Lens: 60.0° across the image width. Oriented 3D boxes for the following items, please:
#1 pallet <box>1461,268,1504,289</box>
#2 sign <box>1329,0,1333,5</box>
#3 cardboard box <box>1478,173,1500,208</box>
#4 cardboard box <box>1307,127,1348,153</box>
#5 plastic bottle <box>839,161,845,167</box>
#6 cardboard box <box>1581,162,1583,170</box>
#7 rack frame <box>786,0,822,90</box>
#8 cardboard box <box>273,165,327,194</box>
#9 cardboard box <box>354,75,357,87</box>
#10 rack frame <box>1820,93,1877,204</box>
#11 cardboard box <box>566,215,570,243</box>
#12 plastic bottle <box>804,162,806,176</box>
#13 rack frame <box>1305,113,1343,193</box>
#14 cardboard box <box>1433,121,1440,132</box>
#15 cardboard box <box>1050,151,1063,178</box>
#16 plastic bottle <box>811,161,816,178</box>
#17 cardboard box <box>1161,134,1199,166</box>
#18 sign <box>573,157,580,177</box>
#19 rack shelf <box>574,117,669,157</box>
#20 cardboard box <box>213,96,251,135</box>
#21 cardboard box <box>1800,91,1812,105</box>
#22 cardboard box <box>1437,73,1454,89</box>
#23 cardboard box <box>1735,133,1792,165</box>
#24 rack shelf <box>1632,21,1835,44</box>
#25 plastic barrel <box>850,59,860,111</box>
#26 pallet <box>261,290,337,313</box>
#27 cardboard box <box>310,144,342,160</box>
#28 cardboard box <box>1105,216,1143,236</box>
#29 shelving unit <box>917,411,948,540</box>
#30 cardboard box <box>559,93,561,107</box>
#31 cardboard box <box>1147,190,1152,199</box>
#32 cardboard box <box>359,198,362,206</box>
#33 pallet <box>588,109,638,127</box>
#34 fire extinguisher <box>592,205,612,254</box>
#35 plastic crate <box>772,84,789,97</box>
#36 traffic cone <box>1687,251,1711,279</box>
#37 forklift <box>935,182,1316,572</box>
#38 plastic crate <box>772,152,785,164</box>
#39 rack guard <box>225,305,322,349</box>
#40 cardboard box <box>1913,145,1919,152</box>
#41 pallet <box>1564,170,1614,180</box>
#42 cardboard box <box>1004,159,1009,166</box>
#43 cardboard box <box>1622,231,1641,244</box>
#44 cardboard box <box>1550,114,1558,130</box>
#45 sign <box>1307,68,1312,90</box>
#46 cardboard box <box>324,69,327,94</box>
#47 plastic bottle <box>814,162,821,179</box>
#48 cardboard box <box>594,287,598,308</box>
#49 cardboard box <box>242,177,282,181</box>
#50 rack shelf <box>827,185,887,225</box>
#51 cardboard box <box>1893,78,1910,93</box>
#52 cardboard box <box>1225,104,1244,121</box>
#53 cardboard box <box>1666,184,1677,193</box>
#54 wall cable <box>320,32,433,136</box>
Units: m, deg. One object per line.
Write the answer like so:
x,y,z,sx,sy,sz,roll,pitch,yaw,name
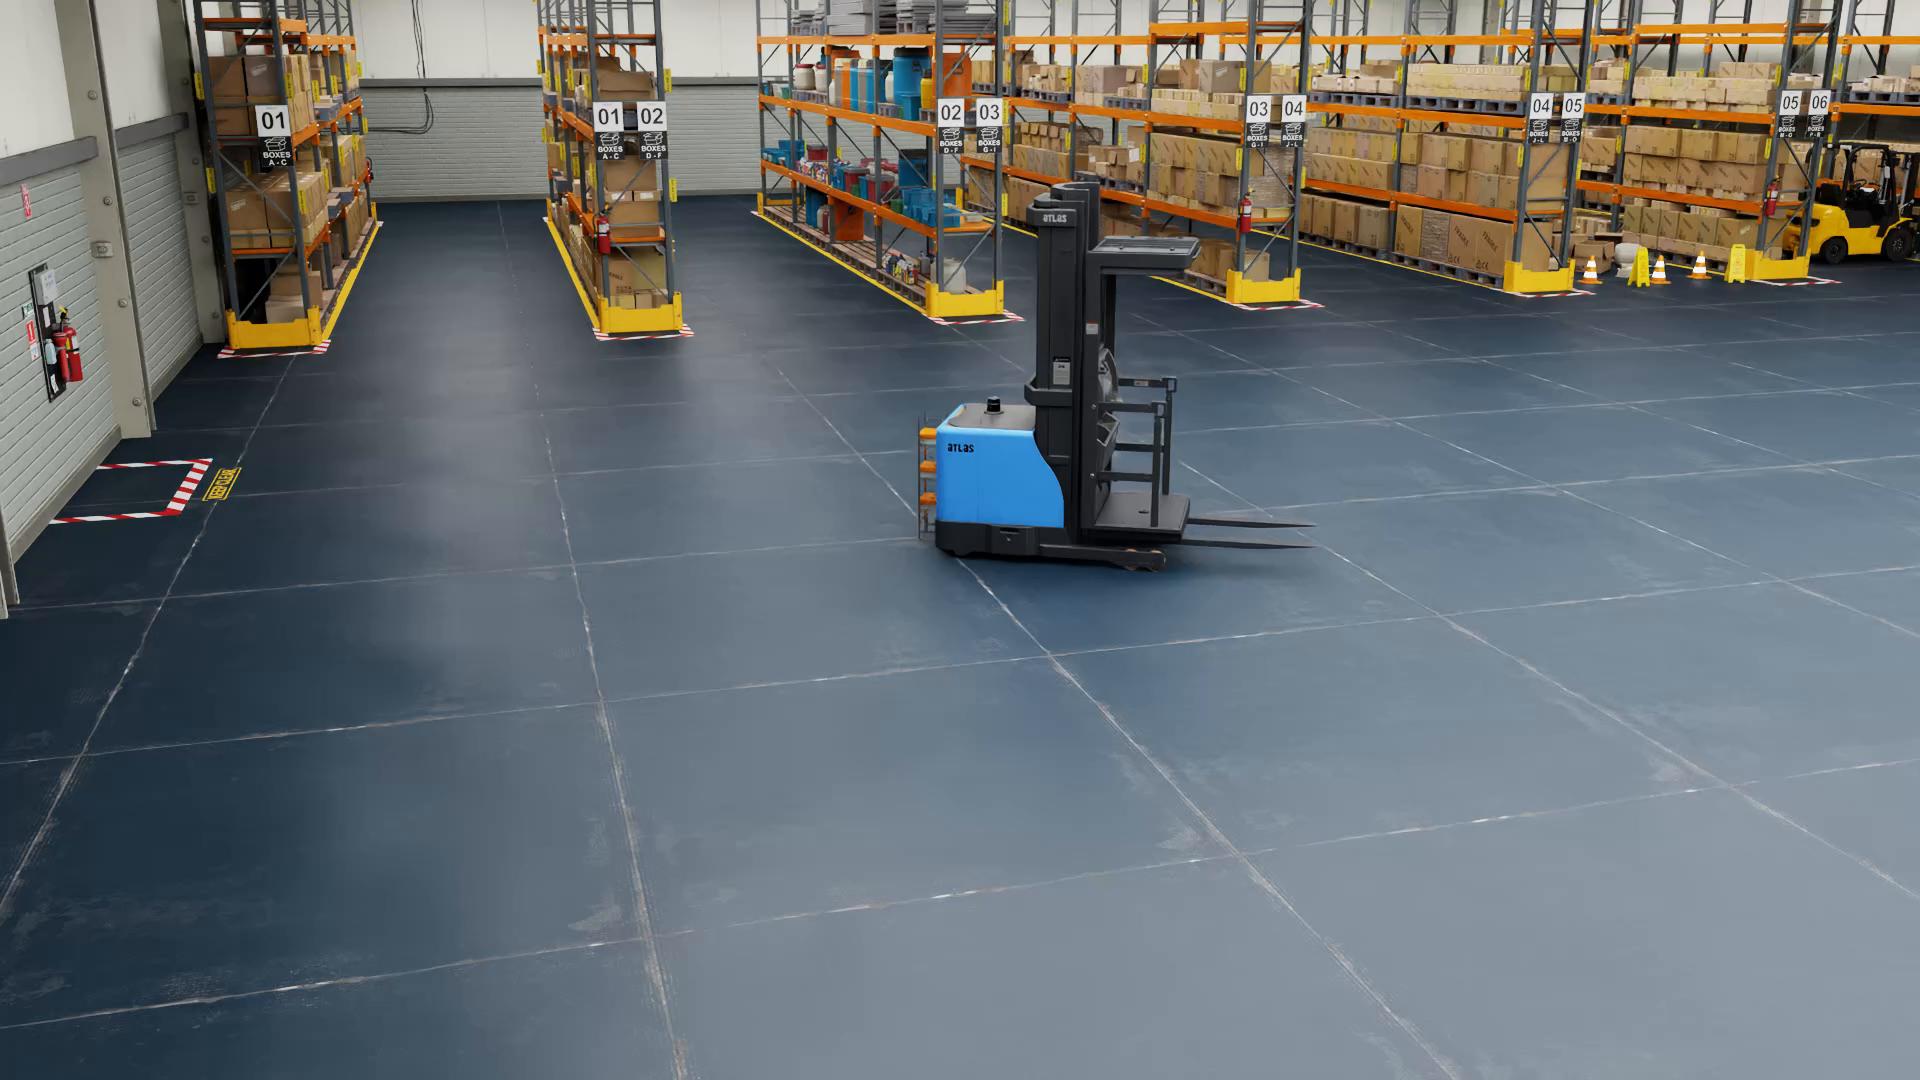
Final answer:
9.399,-4.522,28.640,1.003,0.211,1.213,-5,17,-15,pallet
9.494,-13.842,42.492,0.100,0.325,0.005,-5,17,-15,sign
9.377,-5.964,28.332,0.875,0.550,0.550,-5,17,-15,cardboard box
7.610,-8.257,34.315,0.700,0.500,0.500,-5,17,-16,cardboard box
-2.402,-7.600,34.126,0.144,0.351,0.185,-5,17,-15,plastic bottle
12.686,-7.583,33.688,0.380,0.149,0.250,-5,17,-15,cardboard box
-3.162,-11.079,35.194,1.000,3.000,0.127,-5,17,-15,rack frame
-10.954,-5.947,27.597,0.700,0.500,0.500,-2,17,-8,cardboard box
-13.187,-9.818,35.565,0.500,0.250,0.500,-5,18,-17,cardboard box
18.098,-7.562,33.912,1.000,3.000,0.127,-5,17,-15,rack frame
-7.451,-6.106,32.646,0.500,0.500,0.500,-5,18,-17,cardboard box
-3.228,-7.769,34.806,0.061,0.283,0.133,-5,17,-15,plastic bottle
7.496,-7.856,34.890,1.000,3.000,0.127,-5,17,-15,rack frame
11.275,-9.486,38.406,0.500,0.500,0.500,-5,17,-17,cardboard box
2.194,-7.794,34.513,0.500,0.500,0.500,-5,17,-16,cardboard box
-2.990,-7.606,34.144,0.144,0.351,0.185,-5,17,-15,plastic bottle
3.816,-6.771,28.852,0.500,0.500,0.500,-5,17,-15,cardboard box
-6.247,-6.074,27.083,0.100,0.325,0.005,-5,17,-15,sign
-5.178,-6.142,25.220,1.077,0.370,4.000,-5,17,-15,rack shelf
-9.748,-5.693,22.268,0.500,0.500,0.500,-3,17,-11,cardboard box
14.544,-7.729,28.999,0.500,0.250,0.500,-5,17,-16,cardboard box
8.740,-8.069,29.226,0.500,0.250,0.500,-5,17,-16,cardboard box
14.076,-6.855,29.131,0.700,0.500,0.500,-5,17,-17,cardboard box
13.876,-9.142,30.001,1.077,0.370,4.000,-5,17,-15,rack shelf
-1.672,-8.155,29.802,0.600,0.901,0.708,-5,17,-15,plastic barrel
-10.271,-3.692,25.875,1.003,0.211,1.213,-5,17,-15,pallet
-11.473,-7.029,30.111,0.500,0.250,0.500,-4,17,-14,cardboard box
3.230,-6.012,32.334,0.700,0.500,0.500,-3,17,-11,cardboard box
-0.225,-0.533,13.901,0.215,1.050,0.252,3,17,11,shelving unit
-7.119,-8.453,31.490,0.910,0.500,0.500,-5,17,-15,cardboard box
3.568,-6.181,29.753,0.380,0.149,0.250,-5,17,-15,cardboard box
-12.714,-7.062,34.734,0.380,0.149,0.250,-4,17,-13,cardboard box
-4.798,-6.088,23.946,1.003,0.211,1.213,-5,17,-15,pallet
-5.042,-4.390,23.487,0.296,0.674,0.183,-5,17,-15,fire extinguisher
-3.949,-10.055,37.204,0.437,0.282,0.530,-5,17,-15,plastic crate
13.068,-4.864,29.340,0.336,0.463,0.334,-5,17,-15,traffic cone
1.368,-1.321,13.256,3.031,2.935,1.130,3,17,11,forklift
-4.066,-8.720,37.953,0.416,0.233,0.300,-5,17,-15,plastic crate
-9.411,-2.927,22.829,1.175,0.500,0.348,-5,17,-15,rack guard
18.469,-7.463,31.763,0.380,0.149,0.250,-4,17,-14,cardboard box
12.811,-7.639,34.501,1.003,0.211,1.213,-5,17,-15,pallet
1.201,-8.536,37.591,0.380,0.149,0.250,-5,17,-15,cardboard box
13.229,-5.868,32.323,0.500,0.250,0.500,-6,18,-18,cardboard box
15.079,-10.749,42.963,0.500,0.500,0.500,-4,17,-14,cardboard box
5.419,-7.177,25.896,0.100,0.325,0.005,-5,17,-15,sign
-12.261,-8.574,31.127,0.700,0.500,0.500,-5,17,-15,cardboard box
-2.902,-7.518,33.851,0.144,0.351,0.185,-5,17,-15,plastic bottle
-5.209,-3.643,24.915,0.500,0.250,0.500,-5,17,-15,cardboard box
-10.291,-5.079,24.568,0.500,0.500,0.500,-4,17,-14,cardboard box
-1.514,-6.202,30.635,1.077,0.370,4.000,-5,17,-15,rack shelf
18.214,-8.749,31.978,0.396,0.266,0.258,-5,17,-17,cardboard box
4.521,-6.757,26.278,0.500,0.250,0.500,-4,17,-14,cardboard box
13.447,-6.581,31.083,0.380,0.149,0.250,-5,17,-15,cardboard box
-14.998,-11.508,42.019,3.097,2.526,0.112,-5,17,-15,wall cable
